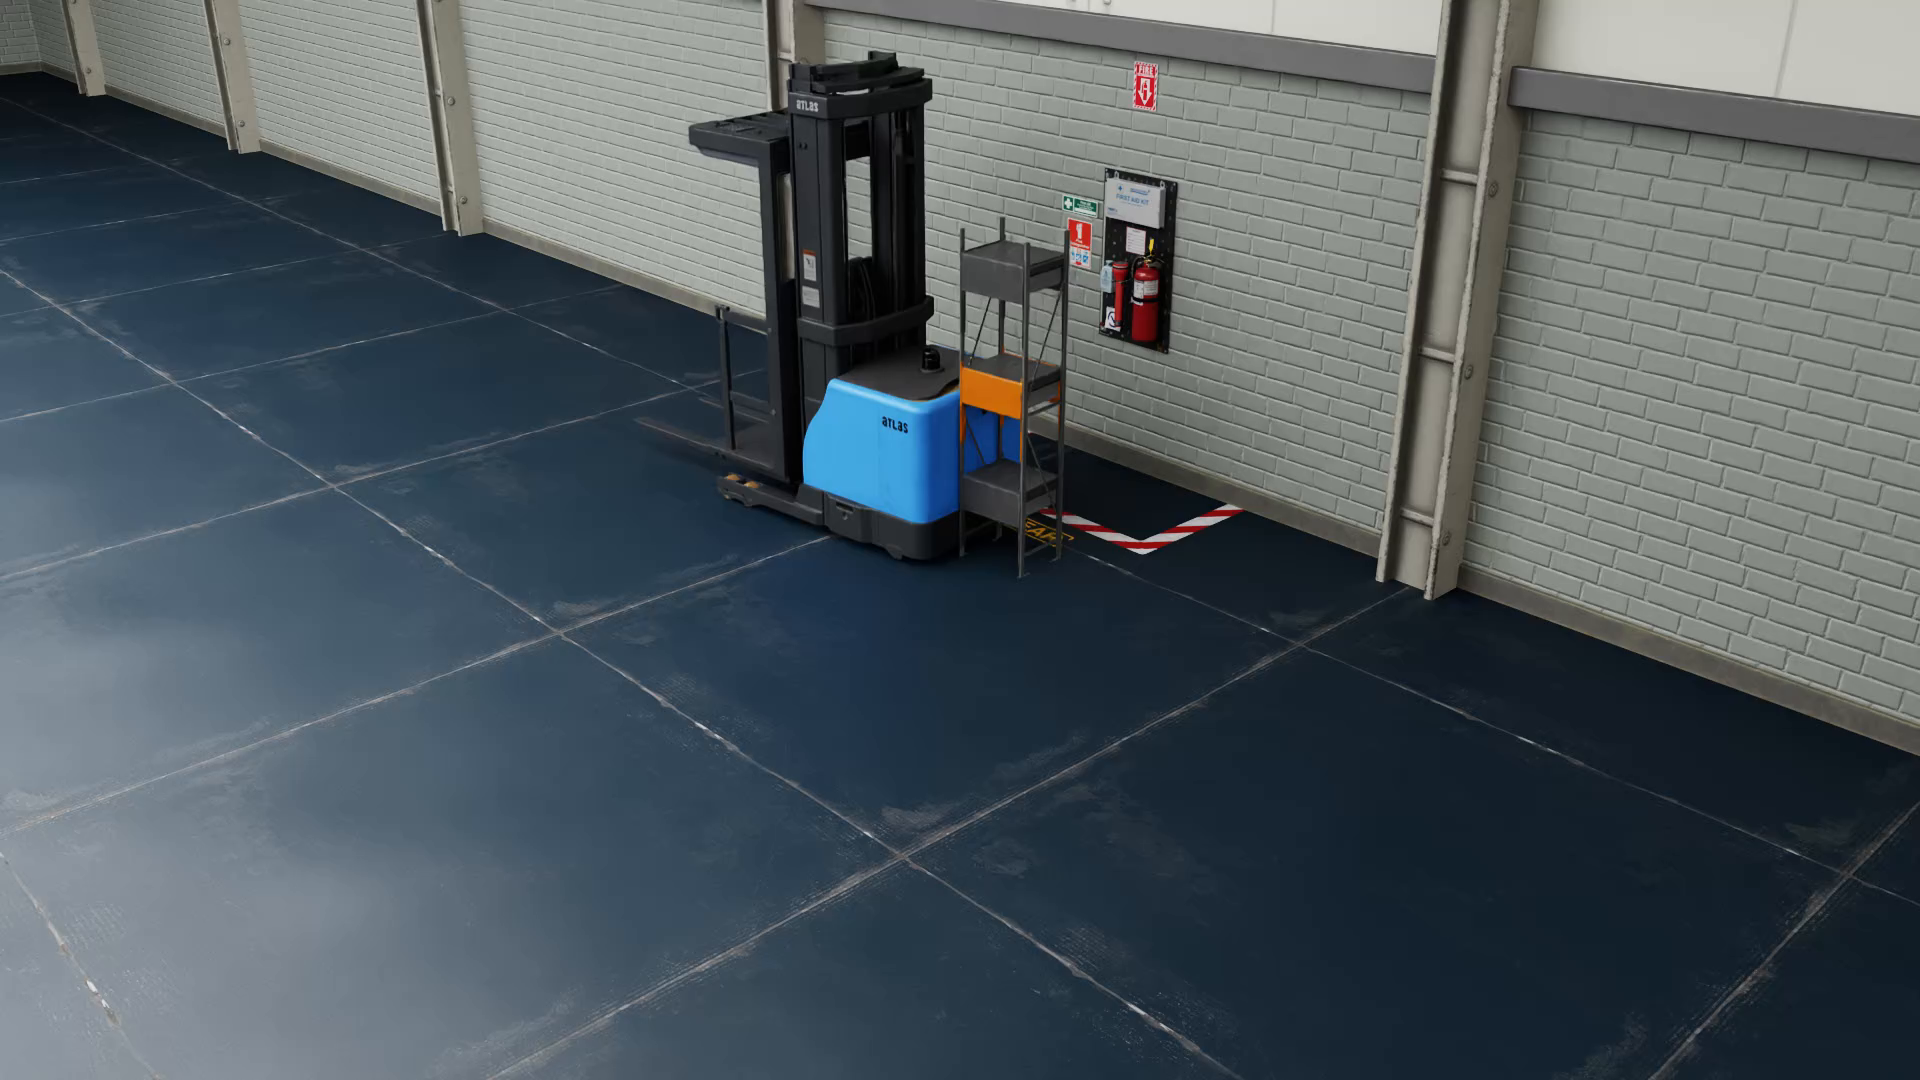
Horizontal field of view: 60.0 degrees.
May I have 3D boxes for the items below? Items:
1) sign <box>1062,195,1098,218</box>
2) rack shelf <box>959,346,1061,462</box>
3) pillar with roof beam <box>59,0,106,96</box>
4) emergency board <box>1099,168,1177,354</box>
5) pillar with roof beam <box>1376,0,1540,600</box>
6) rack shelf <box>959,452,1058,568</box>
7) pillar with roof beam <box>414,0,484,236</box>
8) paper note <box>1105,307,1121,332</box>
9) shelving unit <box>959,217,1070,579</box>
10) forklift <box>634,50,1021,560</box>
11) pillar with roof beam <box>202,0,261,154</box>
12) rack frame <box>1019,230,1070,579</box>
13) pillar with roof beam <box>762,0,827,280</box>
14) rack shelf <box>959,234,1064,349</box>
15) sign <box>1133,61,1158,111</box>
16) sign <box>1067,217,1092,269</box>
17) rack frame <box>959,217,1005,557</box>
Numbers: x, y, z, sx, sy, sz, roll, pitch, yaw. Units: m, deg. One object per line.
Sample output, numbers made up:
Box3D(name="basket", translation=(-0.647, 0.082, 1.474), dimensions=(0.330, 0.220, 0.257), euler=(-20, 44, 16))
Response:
Box3D(name="sign", translation=(0.831, -2.315, 11.529), dimensions=(0.001, 0.109, 0.331), euler=(-21, 32, -38))
Box3D(name="rack shelf", translation=(0.317, -0.830, 10.073), dimensions=(0.480, 0.518, 0.431), euler=(20, 31, 37))
Box3D(name="pillar with roof beam", translation=(-16.748, -9.885, 21.575), dimensions=(9.100, 9.000, 0.400), euler=(-21, 32, -38))
Box3D(name="emergency board", translation=(1.137, -1.865, 11.224), dimensions=(0.194, 1.169, 0.643), euler=(-21, 32, -38))
Box3D(name="pillar with roof beam", translation=(-0.344, -2.613, 5.636), dimensions=(9.100, 9.000, 0.400), euler=(-21, 32, -38))
Box3D(name="rack shelf", translation=(0.317, -0.193, 10.364), dimensions=(0.480, 0.518, 0.431), euler=(20, 31, 37))
Box3D(name="pillar with roof beam", translation=(-8.546, -6.249, 13.606), dimensions=(9.100, 9.000, 0.400), euler=(-21, 32, -38))
Box3D(name="paper note", translation=(1.066, -1.537, 11.567), dimensions=(0.016, 0.148, 0.142), euler=(-21, 32, -38))
Box3D(name="shelving unit", translation=(0.317, -0.843, 10.068), dimensions=(0.503, 2.100, 0.431), euler=(20, 31, 37))
Box3D(name="forklift", translation=(-1.023, -1.704, 10.953), dimensions=(3.031, 2.935, 1.130), euler=(20, 31, 37))
Box3D(name="pillar with roof beam", translation=(-12.647, -8.067, 17.590), dimensions=(9.100, 9.000, 0.400), euler=(-21, 32, -38))
Box3D(name="rack frame", translation=(0.501, -0.776, 9.922), dimensions=(0.015, 2.100, 0.400), euler=(20, 31, 37))
Box3D(name="pillar with roof beam", translation=(-4.445, -4.431, 9.621), dimensions=(9.100, 9.000, 0.400), euler=(-21, 32, -38))
Box3D(name="rack shelf", translation=(0.317, -1.467, 9.783), dimensions=(0.480, 0.518, 0.431), euler=(20, 31, 37))
Box3D(name="sign", translation=(1.204, -2.950, 10.810), dimensions=(0.001, 0.298, 0.199), euler=(-21, 32, -38))
Box3D(name="sign", translation=(0.834, -2.078, 11.647), dimensions=(0.001, 0.329, 0.234), euler=(-21, 32, -38))
Box3D(name="rack frame", translation=(0.133, -0.909, 10.213), dimensions=(0.015, 2.100, 0.400), euler=(20, 31, 37))
